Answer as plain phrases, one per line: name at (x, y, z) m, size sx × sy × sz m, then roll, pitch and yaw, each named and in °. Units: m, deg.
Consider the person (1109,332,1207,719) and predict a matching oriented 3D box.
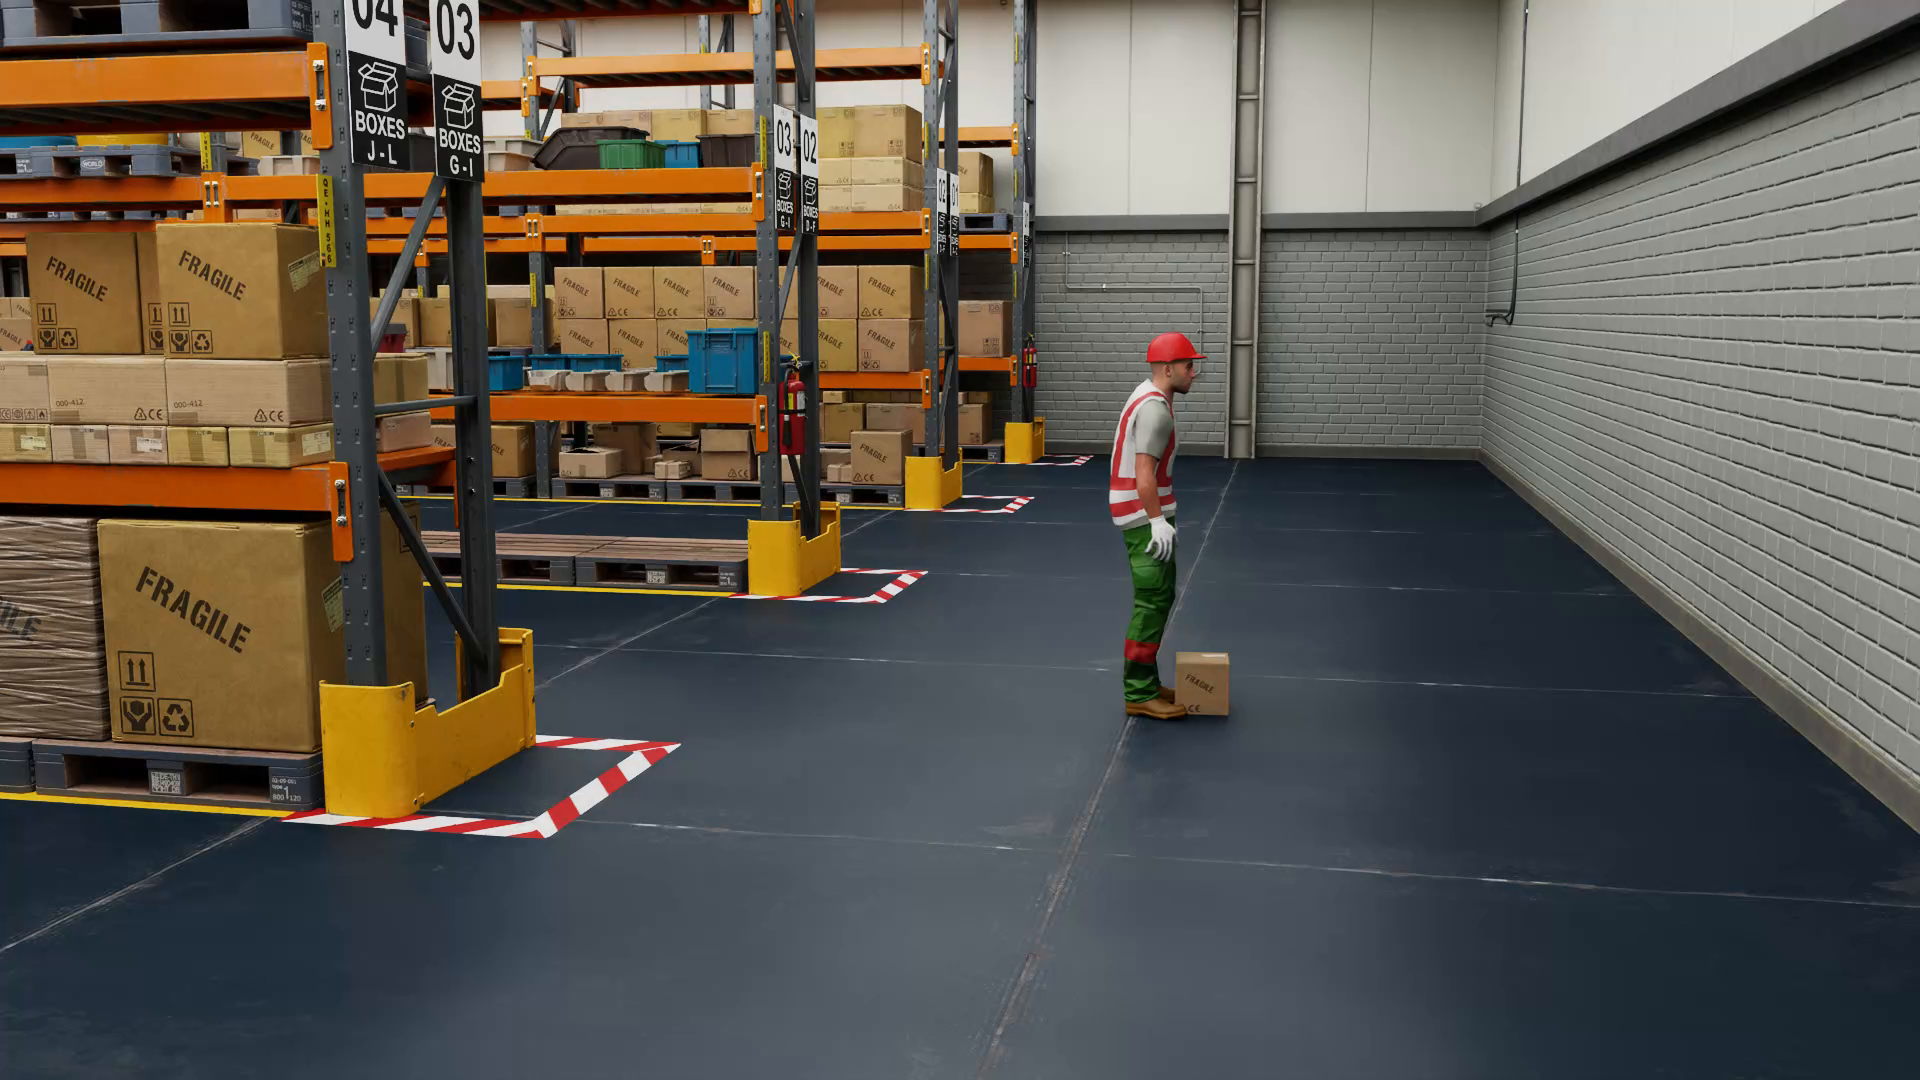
person at (0.928, -0.084, 7.855) m, size 0.445 × 1.781 × 0.622 m, roll 1°, pitch 8°, yaw 9°
